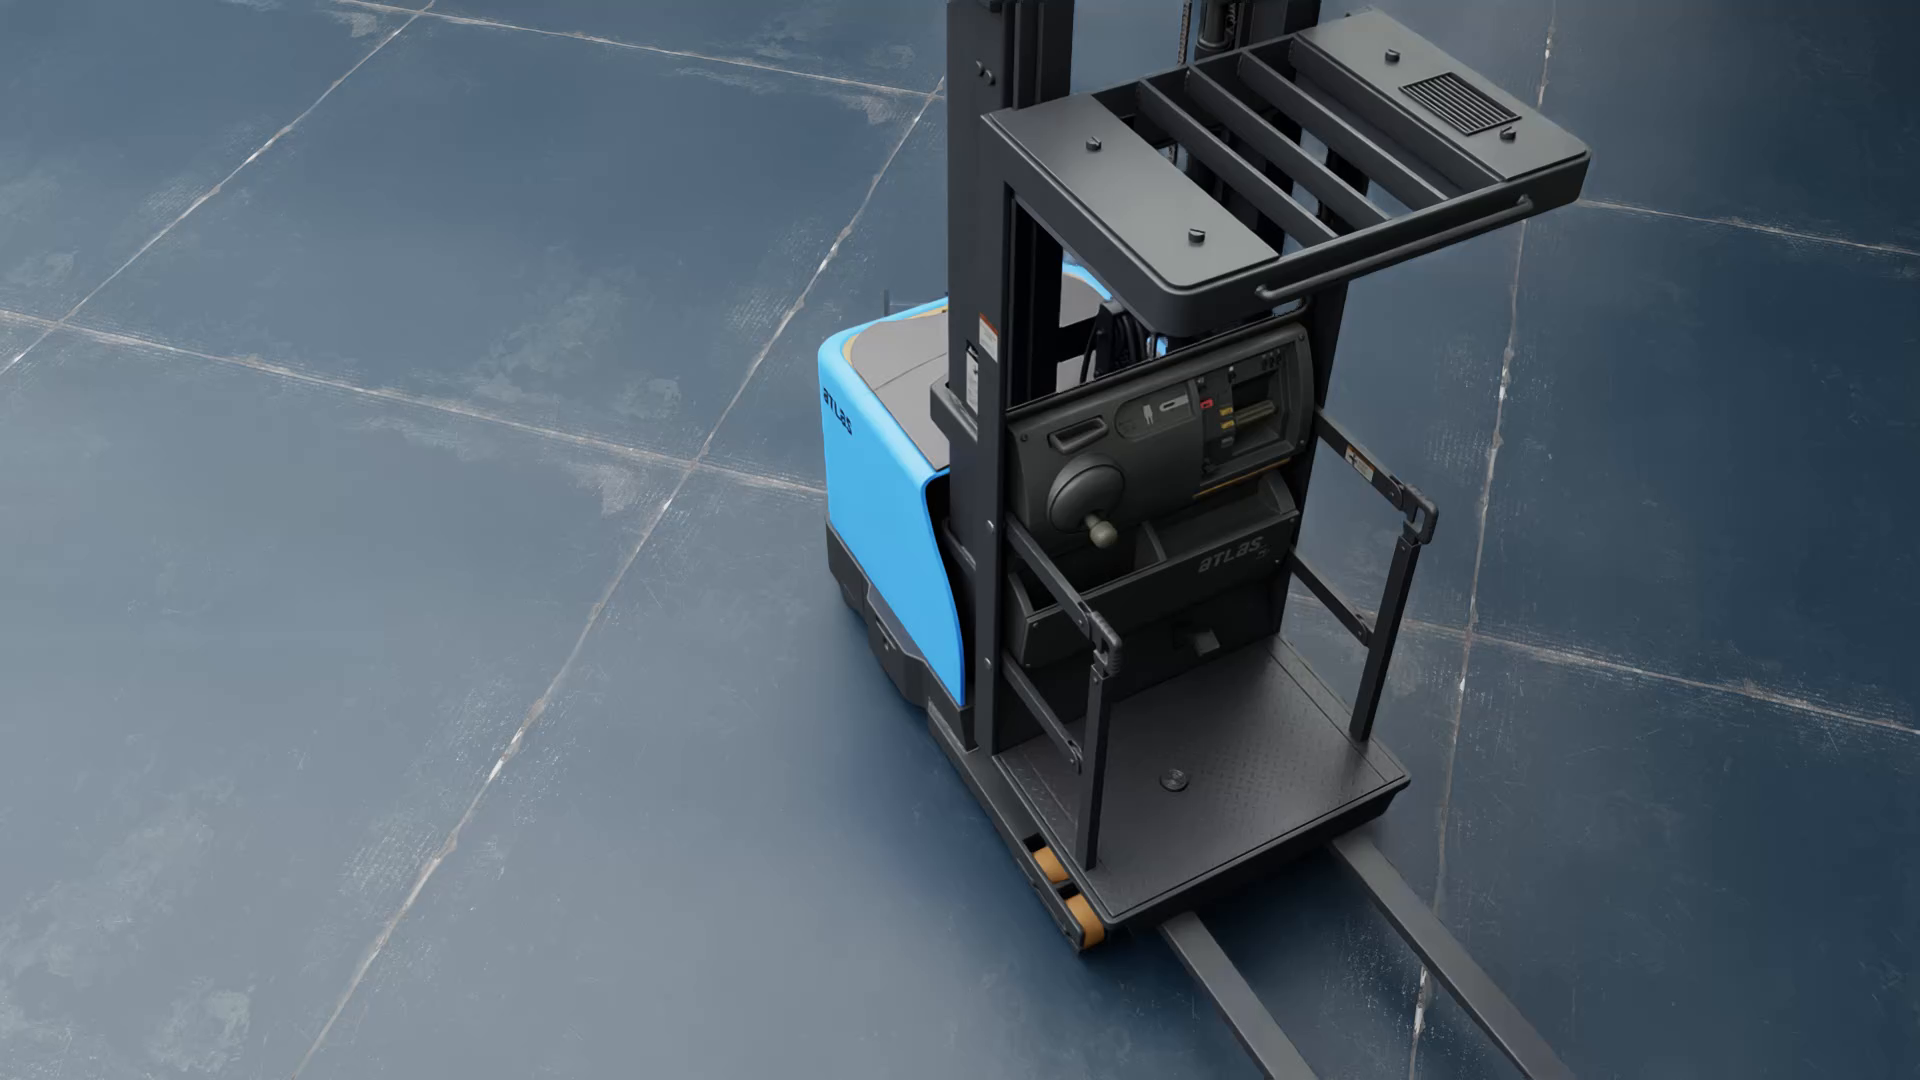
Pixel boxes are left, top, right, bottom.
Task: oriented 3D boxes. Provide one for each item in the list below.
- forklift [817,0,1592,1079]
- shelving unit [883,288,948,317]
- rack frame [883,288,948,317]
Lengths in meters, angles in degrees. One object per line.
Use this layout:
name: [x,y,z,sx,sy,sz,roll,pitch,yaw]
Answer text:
forklift: [0.667,-0.189,4.347,1.130,2.935,3.031,-21,48,-20]
shelving unit: [-0.162,-0.488,6.105,0.258,0.900,0.210,4,44,4]
rack frame: [-0.153,-0.559,6.177,0.240,0.900,0.006,4,44,4]
